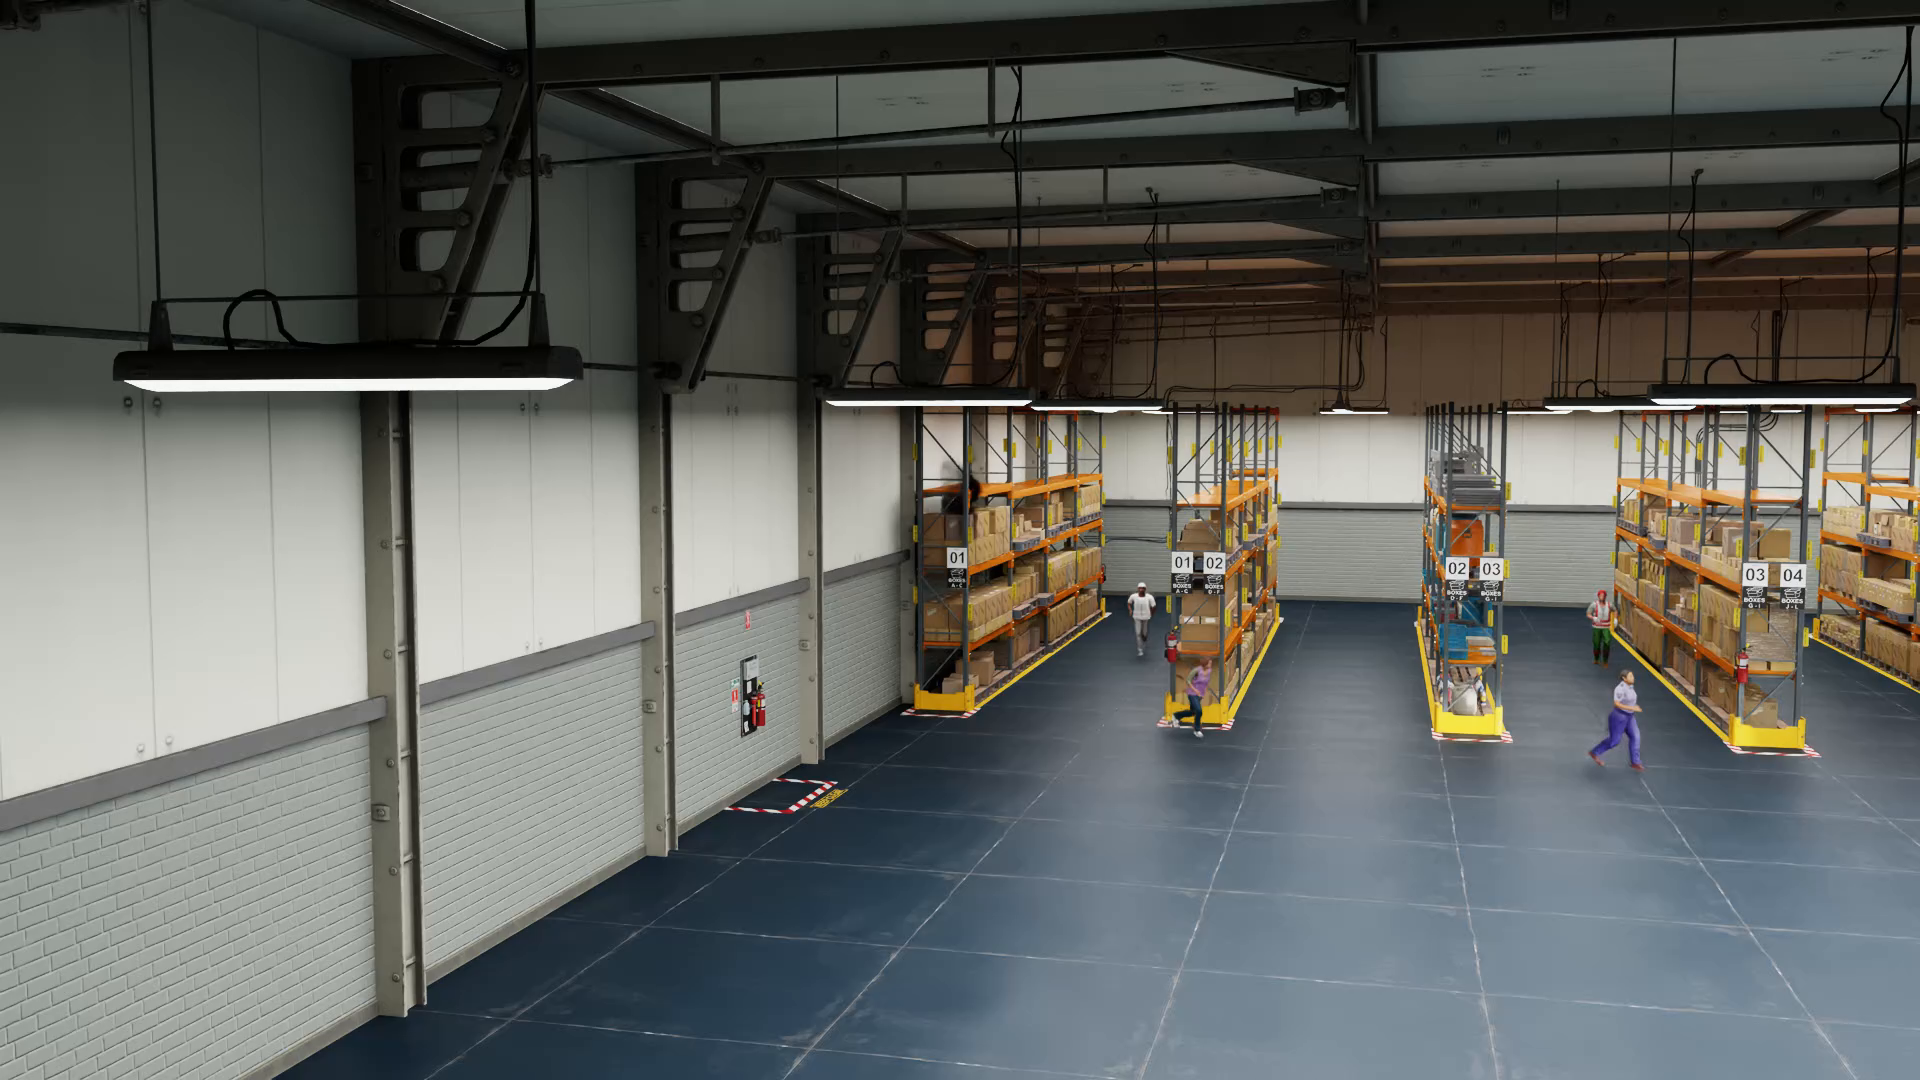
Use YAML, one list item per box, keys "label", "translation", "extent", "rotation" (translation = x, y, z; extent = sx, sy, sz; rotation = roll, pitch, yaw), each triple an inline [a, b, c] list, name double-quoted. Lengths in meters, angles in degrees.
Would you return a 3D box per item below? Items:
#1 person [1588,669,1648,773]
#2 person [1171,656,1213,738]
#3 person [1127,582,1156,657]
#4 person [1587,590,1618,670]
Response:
- label: "person"
  translation: [10.711, 2.914, 26.994]
  extent: [0.581, 1.666, 0.915]
  rotation: [-4, 6, -45]
- label: "person"
  translation: [4.184, 2.796, 29.915]
  extent: [0.539, 1.501, 0.890]
  rotation: [-3, 5, -36]
- label: "person"
  translation: [4.376, 1.897, 40.111]
  extent: [0.700, 1.762, 0.881]
  rotation: [0, 4, 5]
- label: "person"
  translation: [14.630, 2.051, 37.885]
  extent: [0.687, 1.850, 0.743]
  rotation: [1, 4, 15]
